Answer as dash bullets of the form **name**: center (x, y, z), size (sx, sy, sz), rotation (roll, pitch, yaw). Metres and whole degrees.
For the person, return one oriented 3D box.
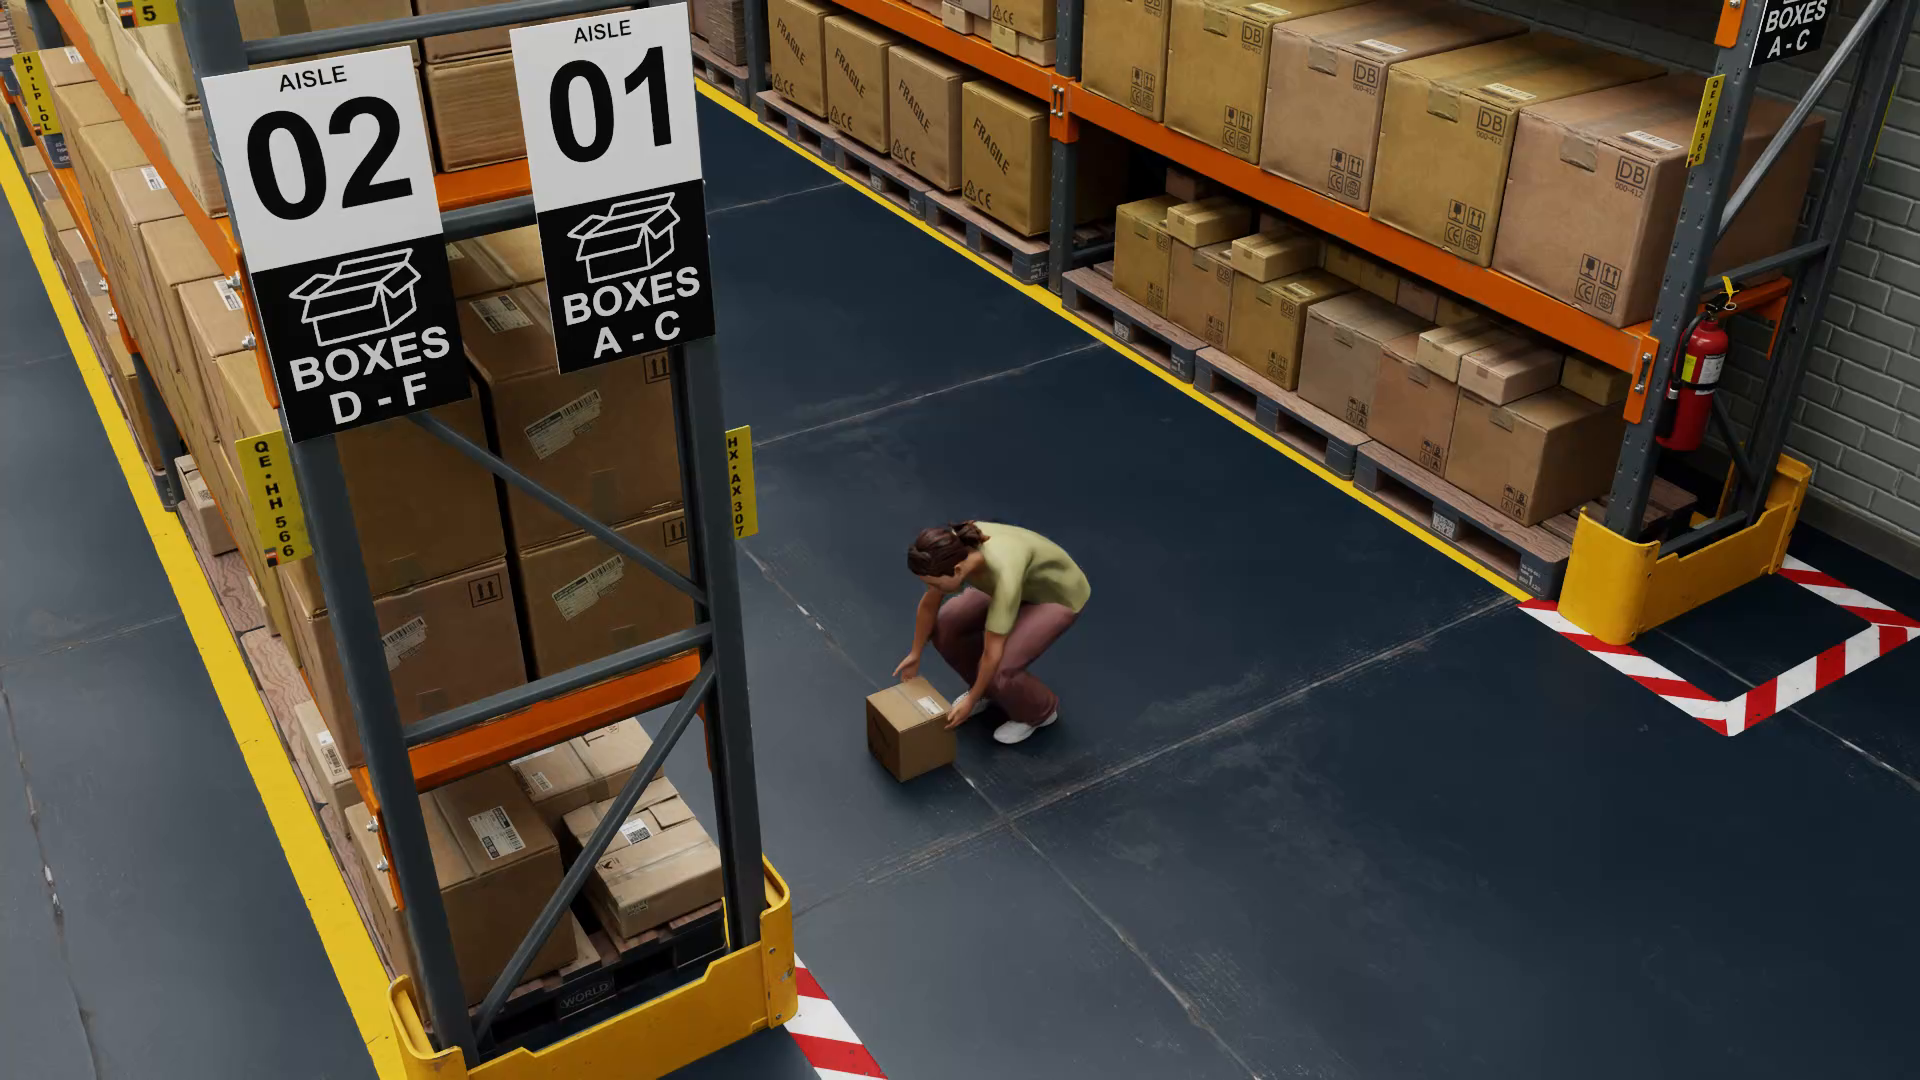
- **person**: center (0.141, 0.305, 6.271), size (0.777, 1.023, 0.491), rotation (-19, 37, -27)
